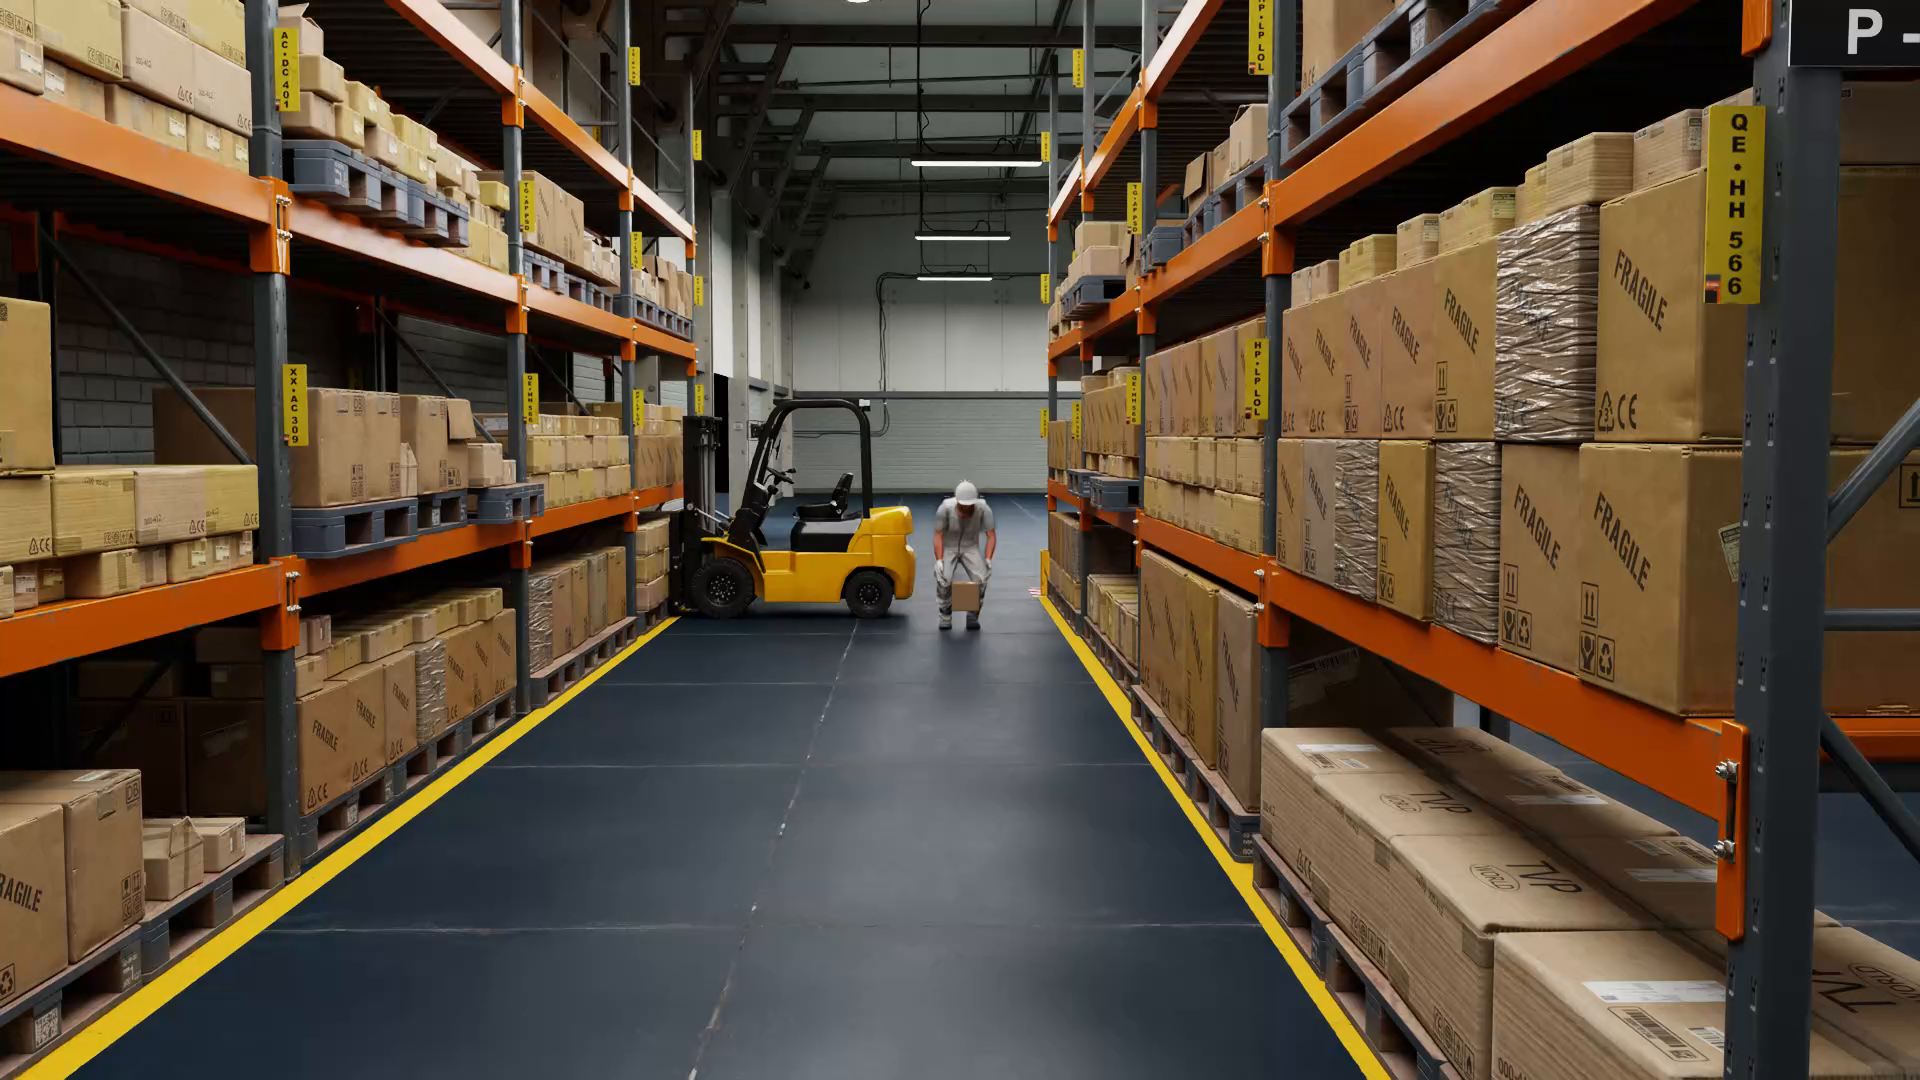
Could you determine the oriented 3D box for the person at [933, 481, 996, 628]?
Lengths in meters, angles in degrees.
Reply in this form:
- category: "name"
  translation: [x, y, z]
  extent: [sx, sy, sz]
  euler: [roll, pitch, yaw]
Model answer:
- category: "person"
  translation: [0.042, 0.138, 15.505]
  extent: [0.585, 1.384, 0.780]
  euler: [0, 4, -3]
